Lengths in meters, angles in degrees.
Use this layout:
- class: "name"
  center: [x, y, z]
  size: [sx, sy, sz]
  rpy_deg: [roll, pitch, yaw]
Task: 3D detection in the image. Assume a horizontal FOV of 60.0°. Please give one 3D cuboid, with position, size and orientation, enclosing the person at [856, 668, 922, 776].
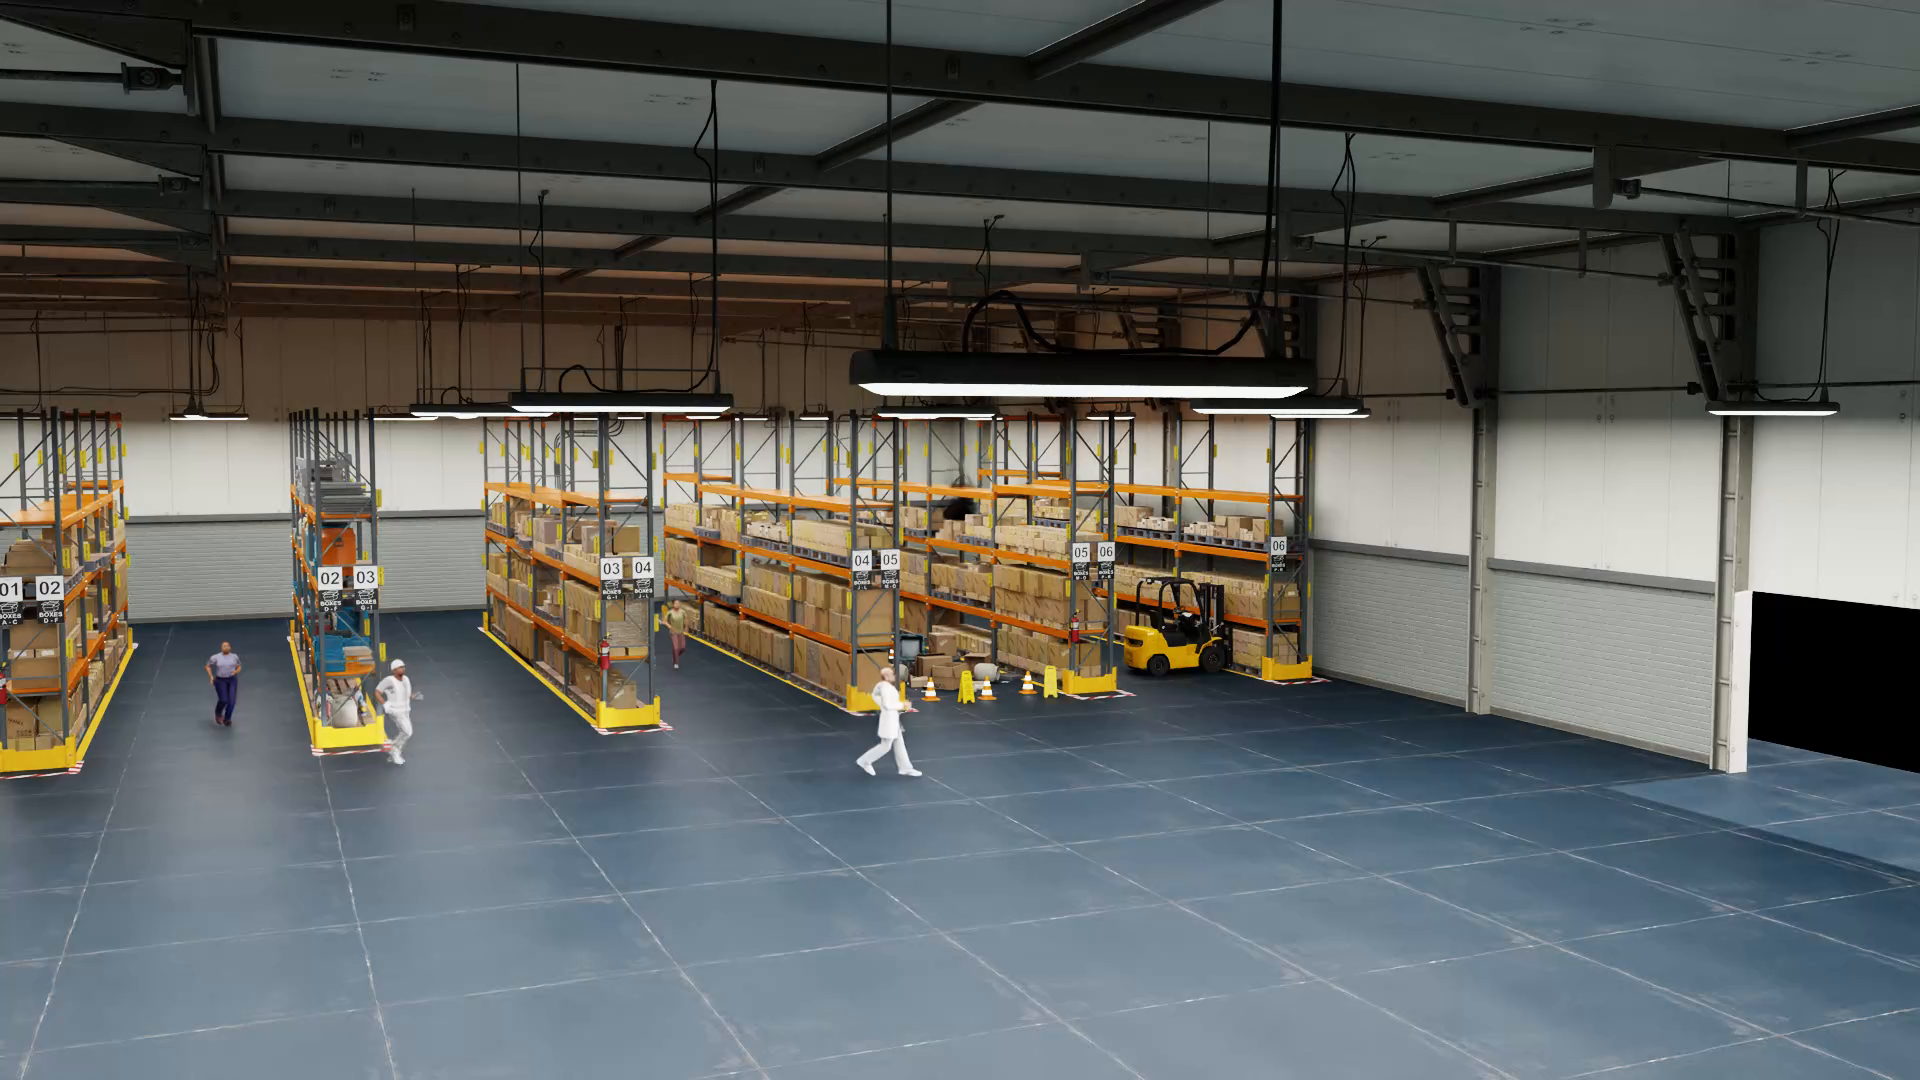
- class: "person"
  center: [-1.142, 3.034, 26.733]
  size: [1.051, 1.560, 0.707]
  rpy_deg: [0, 4, 0]

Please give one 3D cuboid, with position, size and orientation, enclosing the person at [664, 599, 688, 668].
- class: "person"
  center: [-6.644, 2.182, 39.006]
  size: [0.610, 1.630, 0.569]
  rpy_deg: [-2, 4, -27]

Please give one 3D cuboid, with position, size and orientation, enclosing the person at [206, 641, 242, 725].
- class: "person"
  center: [-13.858, 2.709, 31.406]
  size: [0.590, 1.607, 0.581]
  rpy_deg: [-3, 5, -39]

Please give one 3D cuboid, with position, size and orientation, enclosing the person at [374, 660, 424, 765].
- class: "person"
  center: [-9.366, 2.891, 27.909]
  size: [0.625, 1.764, 0.680]
  rpy_deg: [1, 4, 15]

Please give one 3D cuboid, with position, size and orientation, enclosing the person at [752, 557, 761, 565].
- class: "person"
  center: [-6.213, 1.359, 50.354]
  size: [0.703, 1.719, 0.581]
  rpy_deg: [-2, 4, -24]
